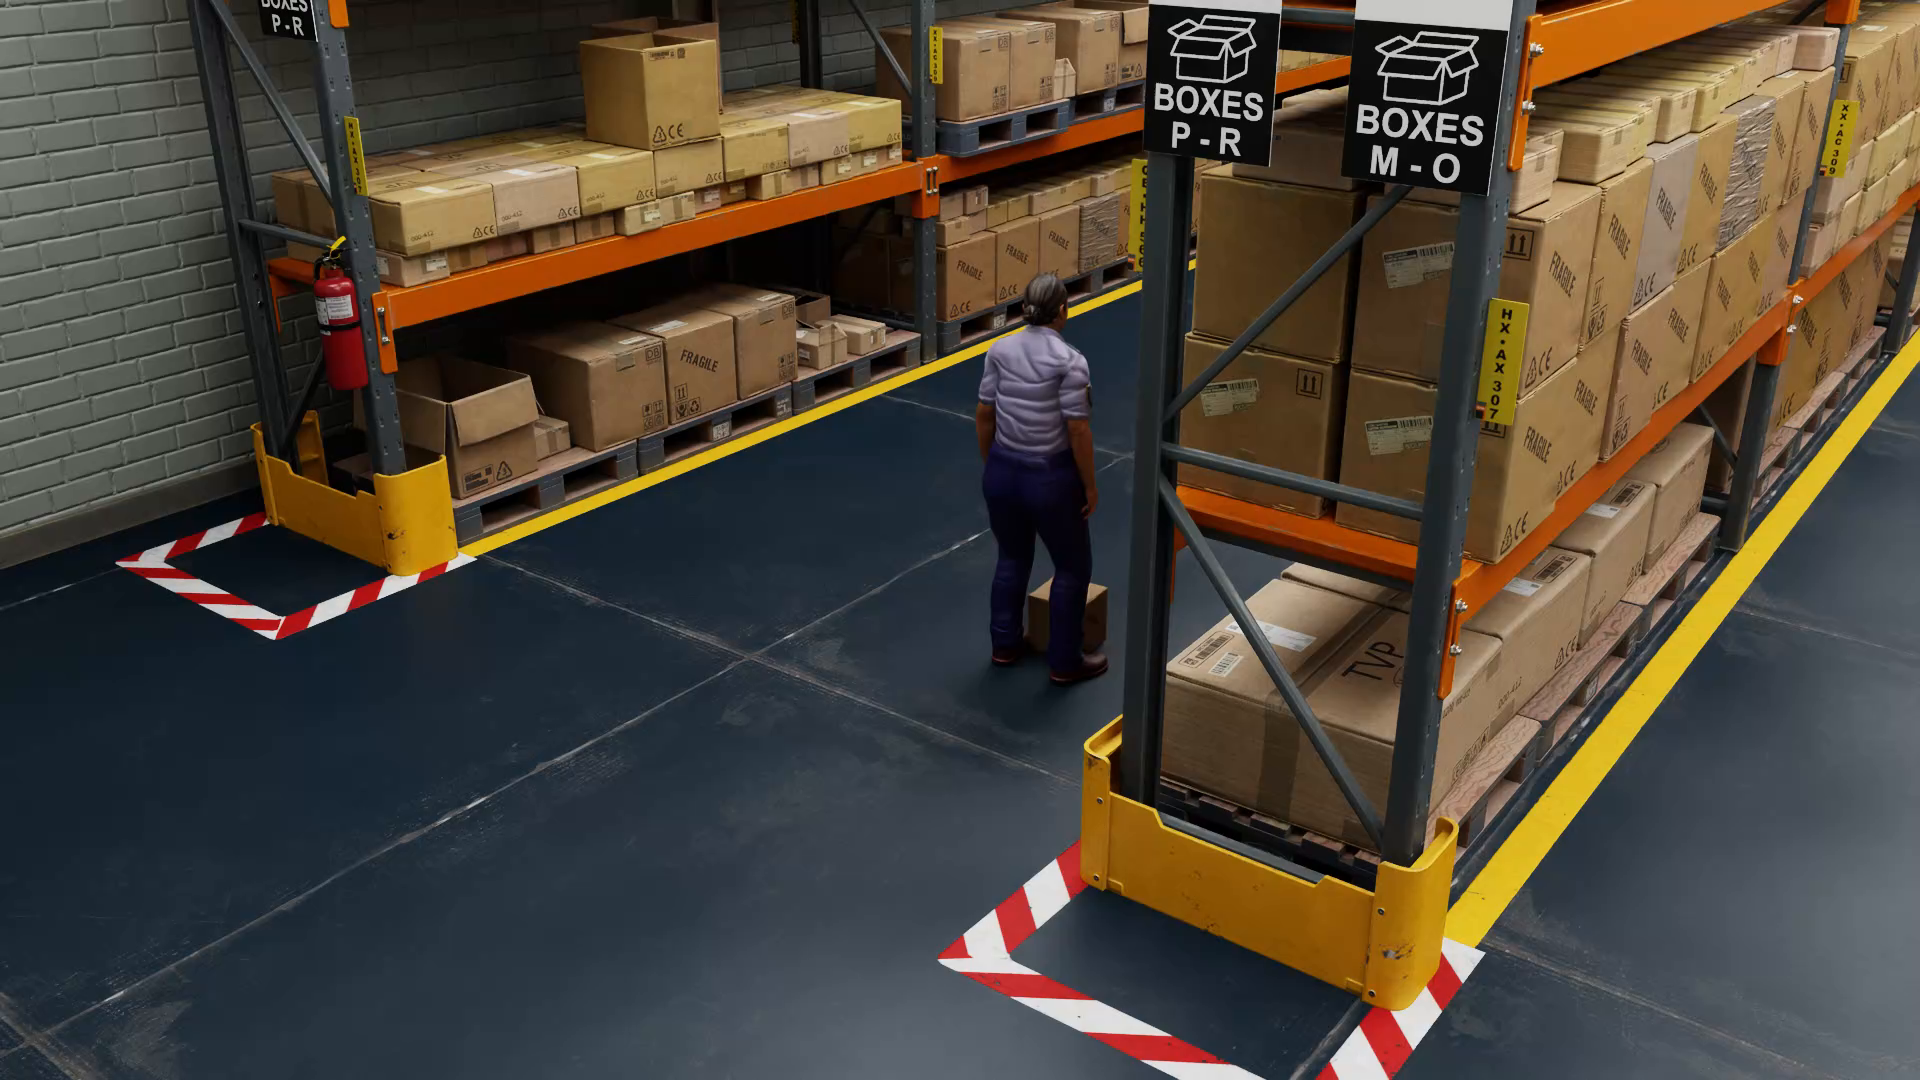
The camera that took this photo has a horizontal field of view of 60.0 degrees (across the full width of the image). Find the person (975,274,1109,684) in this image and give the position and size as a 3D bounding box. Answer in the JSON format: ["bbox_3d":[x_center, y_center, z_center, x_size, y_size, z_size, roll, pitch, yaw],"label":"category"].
[{"bbox_3d":[0.321,-0.233,6.643,0.549,1.650,0.374,15,28,31],"label":"person"}]
